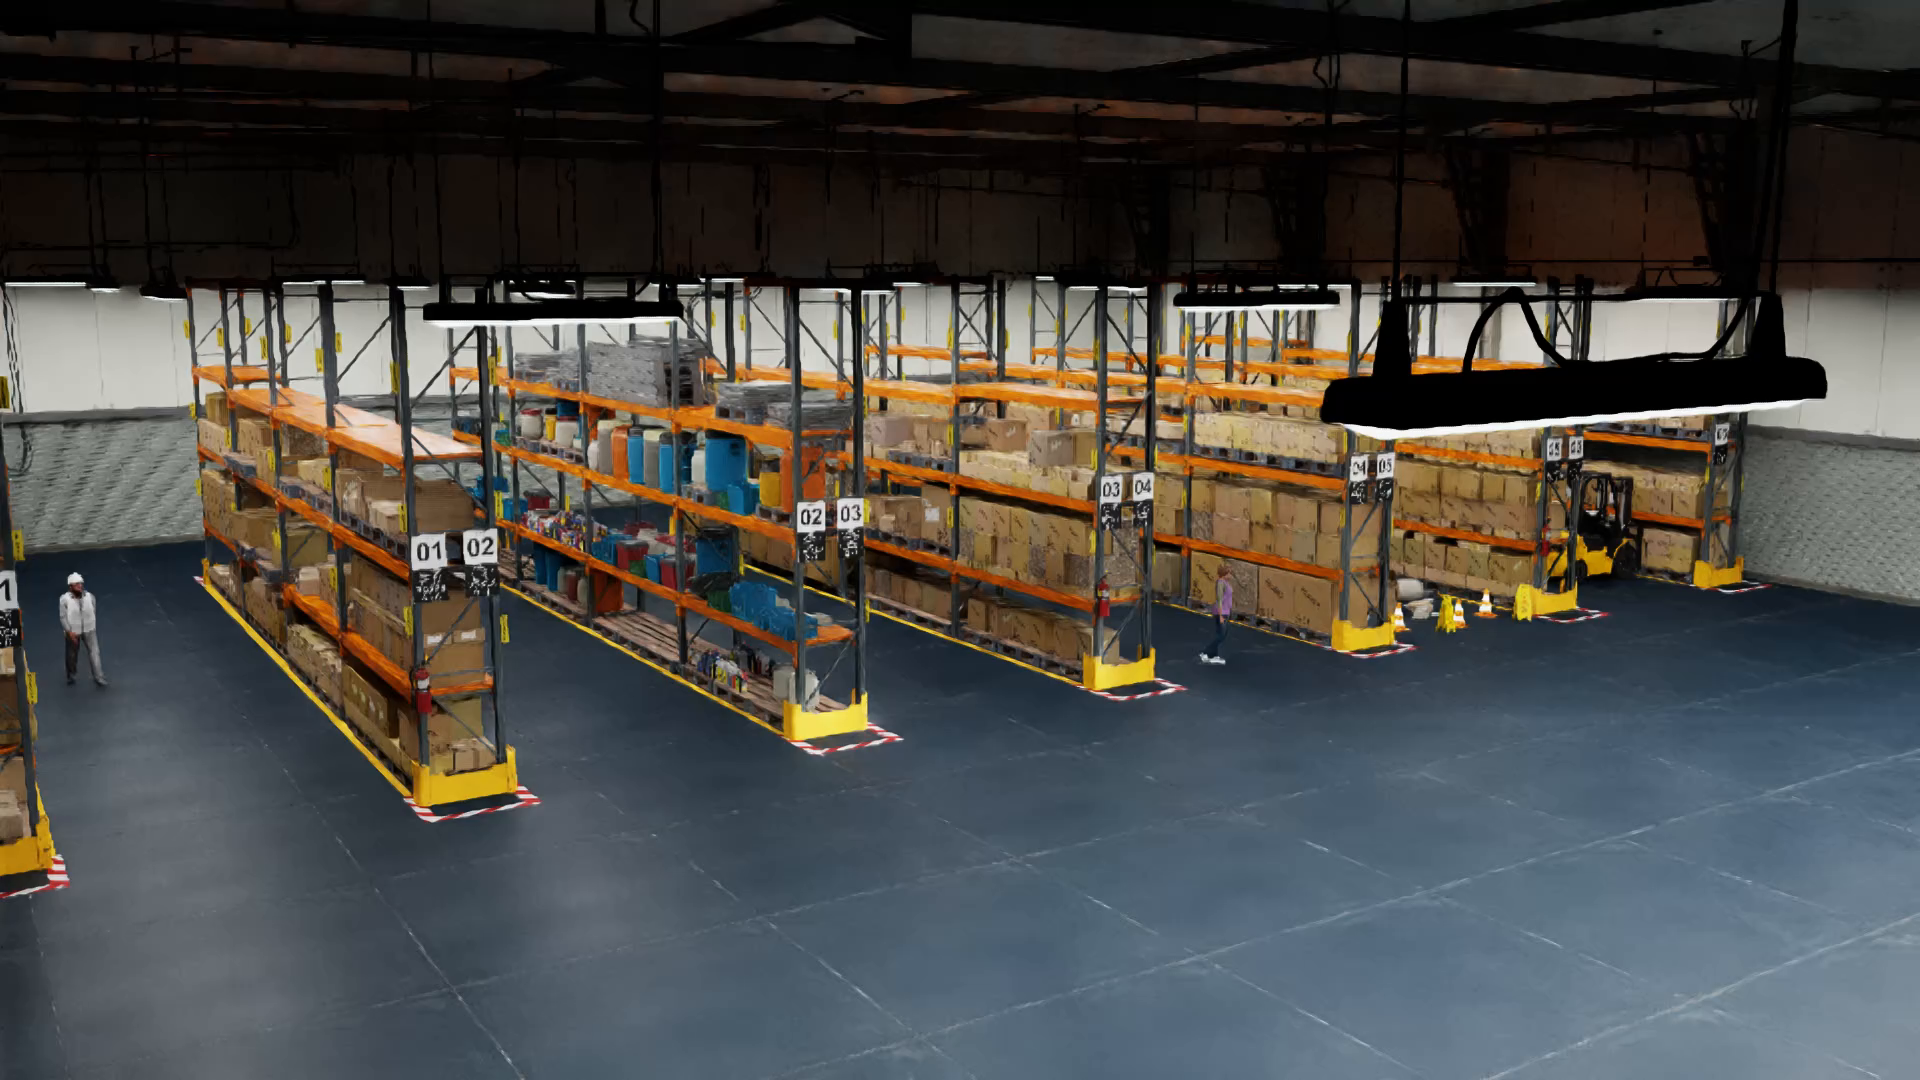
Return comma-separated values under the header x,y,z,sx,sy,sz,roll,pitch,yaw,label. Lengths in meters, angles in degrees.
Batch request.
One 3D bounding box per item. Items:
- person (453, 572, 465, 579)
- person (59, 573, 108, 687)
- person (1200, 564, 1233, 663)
x,y,z,sx,sy,sz,roll,pitch,yaw,label
-8.273,0.960,27.120,0.582,1.686,1.113,-7,12,-34,person
-13.158,1.338,24.848,0.537,1.715,1.028,-8,13,-40,person
4.057,1.175,26.221,0.437,1.586,0.571,3,10,15,person
